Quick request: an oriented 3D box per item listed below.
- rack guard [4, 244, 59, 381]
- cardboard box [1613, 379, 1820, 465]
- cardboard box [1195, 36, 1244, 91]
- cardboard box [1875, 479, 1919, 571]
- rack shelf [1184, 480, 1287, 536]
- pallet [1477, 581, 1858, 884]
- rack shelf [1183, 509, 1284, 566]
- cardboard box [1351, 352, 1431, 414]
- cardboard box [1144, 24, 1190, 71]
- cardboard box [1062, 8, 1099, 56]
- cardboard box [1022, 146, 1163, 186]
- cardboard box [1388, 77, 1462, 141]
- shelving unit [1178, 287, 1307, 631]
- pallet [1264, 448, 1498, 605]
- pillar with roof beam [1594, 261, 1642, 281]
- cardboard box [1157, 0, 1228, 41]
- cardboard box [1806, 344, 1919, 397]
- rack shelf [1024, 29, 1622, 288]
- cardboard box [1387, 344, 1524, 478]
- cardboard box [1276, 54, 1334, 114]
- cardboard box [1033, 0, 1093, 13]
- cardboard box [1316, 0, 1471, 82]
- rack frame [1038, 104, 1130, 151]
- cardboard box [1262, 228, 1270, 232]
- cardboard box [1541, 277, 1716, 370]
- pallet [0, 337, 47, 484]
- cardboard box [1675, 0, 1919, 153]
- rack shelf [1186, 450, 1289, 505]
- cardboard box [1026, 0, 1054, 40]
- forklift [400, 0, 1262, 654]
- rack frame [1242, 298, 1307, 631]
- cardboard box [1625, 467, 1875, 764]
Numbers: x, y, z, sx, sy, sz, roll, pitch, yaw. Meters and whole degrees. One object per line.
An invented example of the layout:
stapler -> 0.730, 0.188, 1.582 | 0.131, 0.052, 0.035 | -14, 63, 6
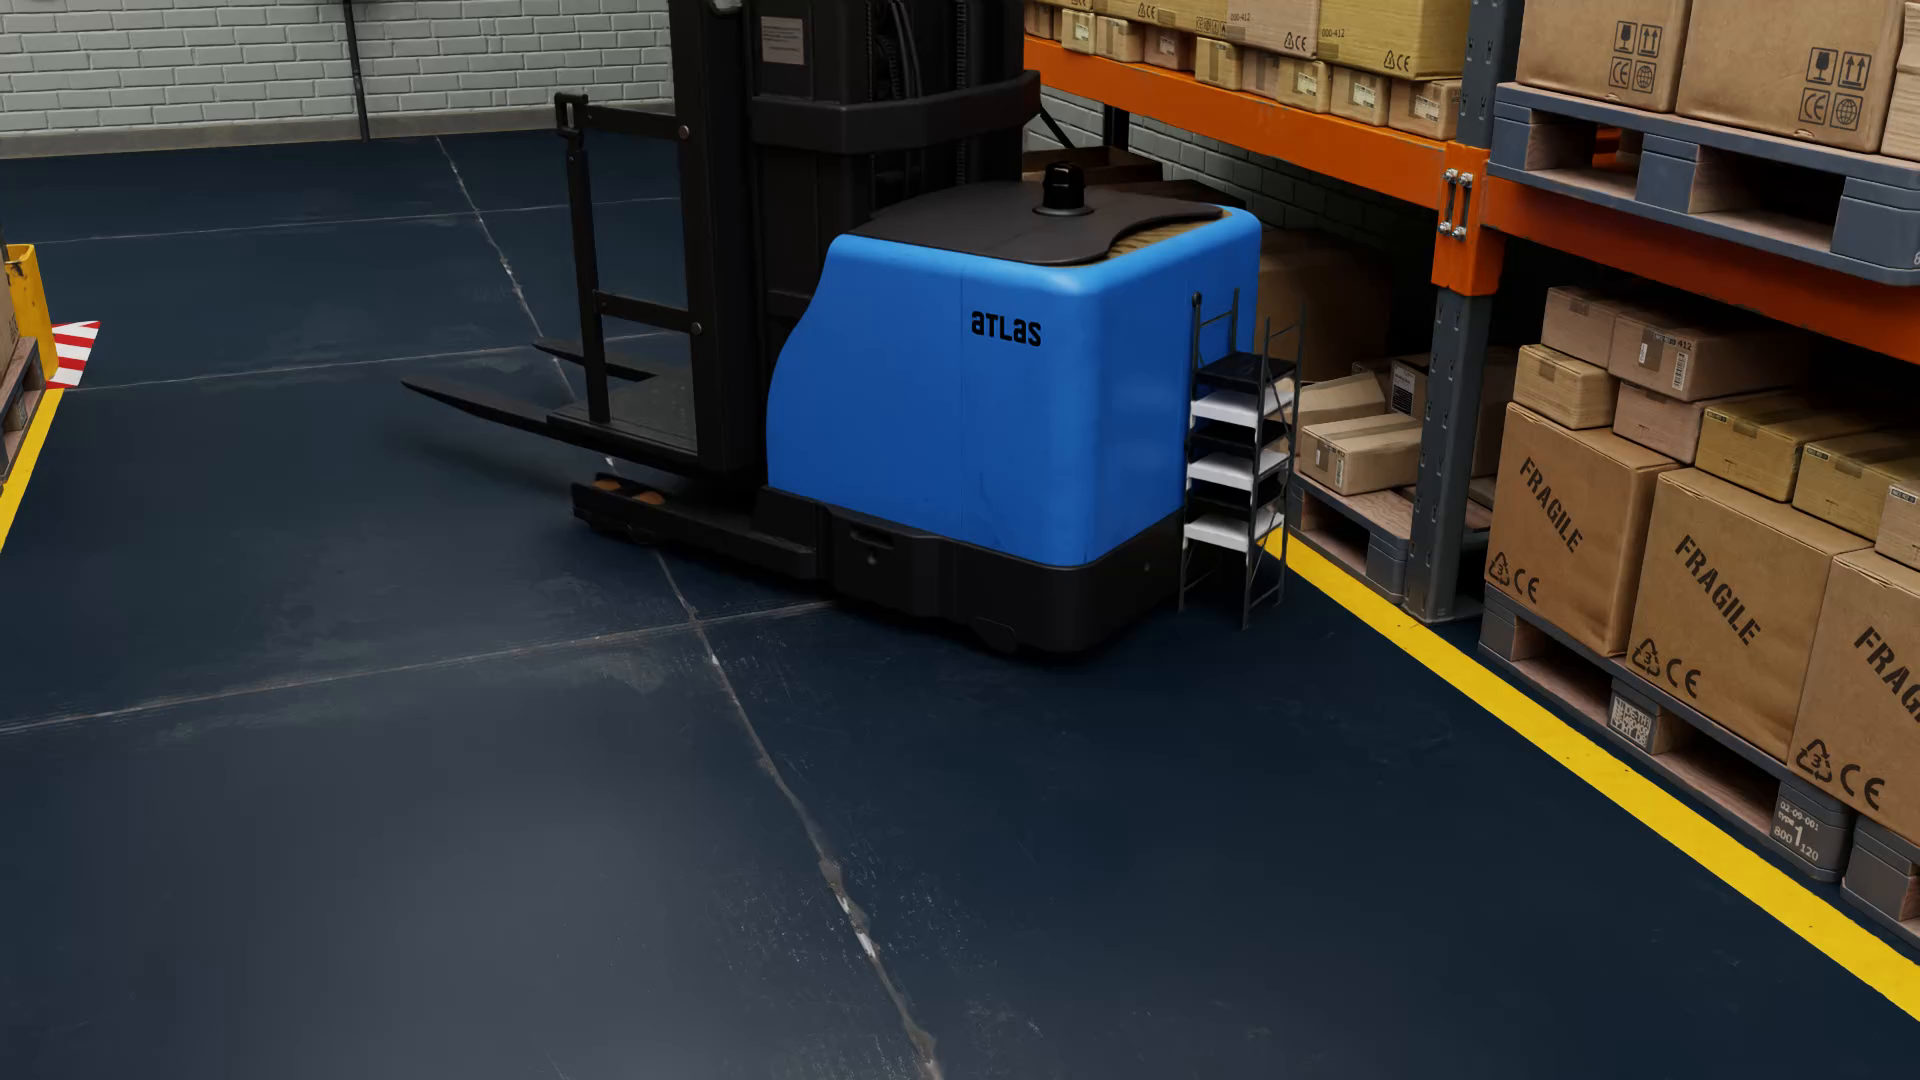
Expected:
rack guard -> -4.310, -0.855, 6.636 | 1.175, 0.500, 0.348 | -8, 24, -19
cardboard box -> 1.802, -0.311, 3.969 | 0.380, 0.149, 0.250 | -9, 24, -20
cardboard box -> 0.995, -1.564, 5.421 | 0.380, 0.149, 0.250 | -9, 24, -20
cardboard box -> 2.067, -0.026, 3.292 | 0.380, 0.149, 0.250 | -8, 24, -19
rack shelf -> 0.780, -0.108, 4.664 | 0.200, 0.077, 0.258 | 16, 28, 33
pallet -> 2.077, 0.348, 4.153 | 1.003, 0.211, 1.213 | -8, 24, -19
rack shelf -> 0.780, -0.025, 4.699 | 0.200, 0.077, 0.258 | 16, 28, 33
cardboard box -> 1.589, -0.537, 5.793 | 0.380, 0.149, 0.250 | -9, 24, -20
cardboard box -> 0.877, -1.756, 5.878 | 0.380, 0.149, 0.250 | -8, 24, -19
cardboard box -> 0.609, -1.933, 6.298 | 0.380, 0.149, 0.250 | -9, 24, -20
cardboard box -> 0.469, -1.489, 7.594 | 0.797, 0.503, 0.637 | -9, 25, -21
cardboard box -> 1.405, -1.193, 4.542 | 0.380, 0.149, 0.250 | -8, 24, -18
shelving unit -> 0.780, -0.221, 4.616 | 0.210, 0.900, 0.258 | 16, 28, 33
pallet -> 1.513, -0.192, 5.434 | 1.003, 0.211, 1.213 | -8, 24, -19
pillar with roof beam -> -1.676, -3.778, 2.627 | 9.100, 9.000, 0.400 | -8, 24, -19
cardboard box -> 0.992, -1.810, 5.493 | 0.500, 0.250, 0.500 | -9, 24, -19
cardboard box -> 2.252, -0.379, 4.130 | 0.380, 0.149, 0.250 | -8, 24, -19
rack shelf -> 1.048, -1.623, 6.164 | 1.077, 0.370, 4.000 | -8, 24, -19
cardboard box -> 1.742, -0.455, 5.388 | 0.500, 0.311, 0.500 | -7, 24, -17
cardboard box -> 1.179, -1.376, 4.975 | 0.380, 0.149, 0.250 | -8, 24, -18
cardboard box -> 0.610, -2.180, 6.371 | 0.500, 0.250, 0.500 | -9, 24, -20
cardboard box -> 1.346, -1.447, 4.631 | 0.500, 0.250, 0.500 | -8, 24, -18
rack frame -> 0.341, -2.681, 7.749 | 1.000, 3.000, 0.127 | -8, 24, -19
cardboard box -> 0.827, -0.966, 6.357 | 0.500, 0.500, 0.500 | -8, 24, -18
cardboard box -> 1.689, -0.547, 4.144 | 0.380, 0.149, 0.250 | -9, 24, -20
pallet -> -3.945, -0.434, 6.007 | 1.003, 0.211, 1.213 | -8, 24, -19
cardboard box -> 1.899, -1.073, 3.263 | 0.700, 0.500, 0.500 | -8, 24, -18
rack shelf -> 0.780, -0.191, 4.629 | 0.200, 0.077, 0.258 | 16, 28, 33
cardboard box -> 0.491, -2.131, 6.768 | 0.380, 0.149, 0.250 | -8, 24, -17
forklift -> -0.620, -1.483, 4.996 | 3.031, 2.935, 1.130 | 16, 28, 33
rack frame -> 0.862, -0.198, 4.561 | 0.006, 0.900, 0.240 | 16, 28, 33
cardboard box -> 1.912, 0.130, 3.758 | 0.500, 0.500, 0.500 | -9, 24, -20
